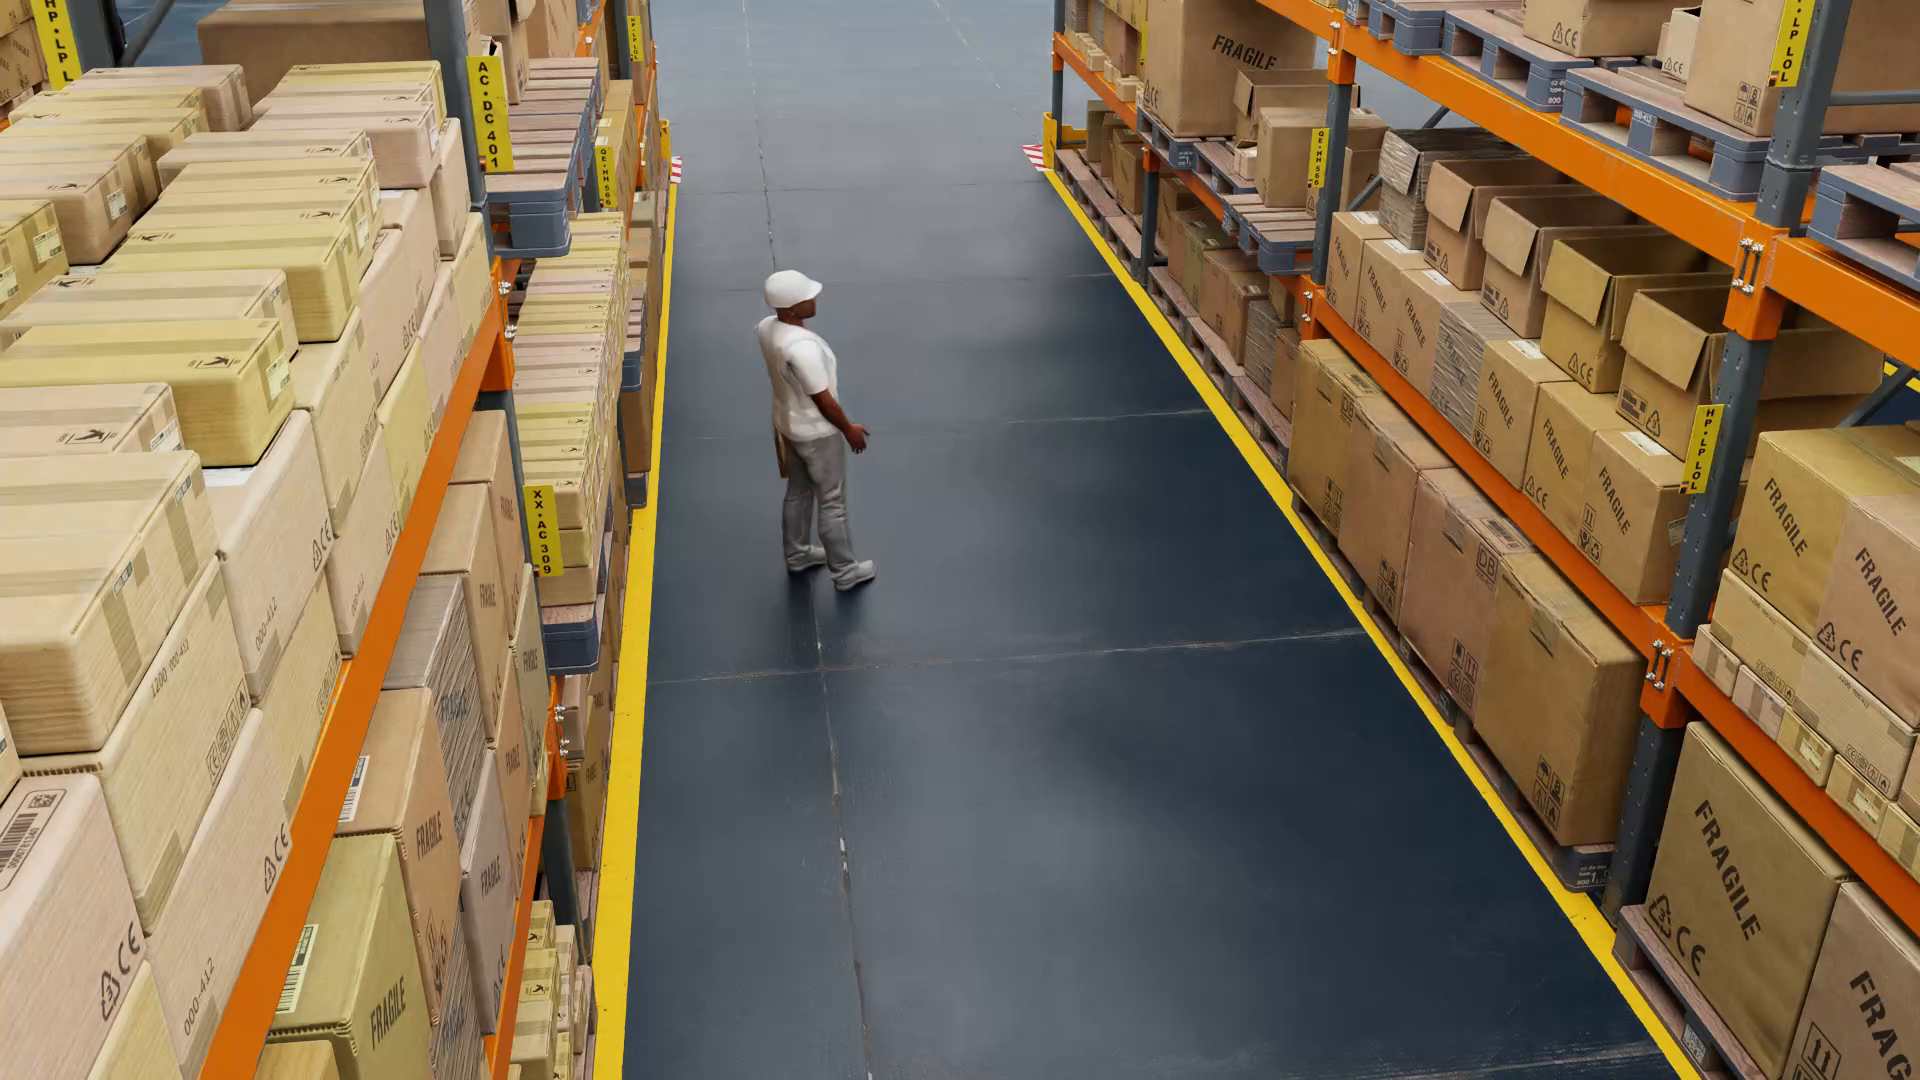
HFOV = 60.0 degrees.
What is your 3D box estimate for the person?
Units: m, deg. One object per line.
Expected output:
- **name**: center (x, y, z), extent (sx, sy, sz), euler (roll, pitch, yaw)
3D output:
- **person**: center (-0.742, -0.595, 8.752), extent (0.521, 1.769, 0.561), euler (-13, 30, -24)
